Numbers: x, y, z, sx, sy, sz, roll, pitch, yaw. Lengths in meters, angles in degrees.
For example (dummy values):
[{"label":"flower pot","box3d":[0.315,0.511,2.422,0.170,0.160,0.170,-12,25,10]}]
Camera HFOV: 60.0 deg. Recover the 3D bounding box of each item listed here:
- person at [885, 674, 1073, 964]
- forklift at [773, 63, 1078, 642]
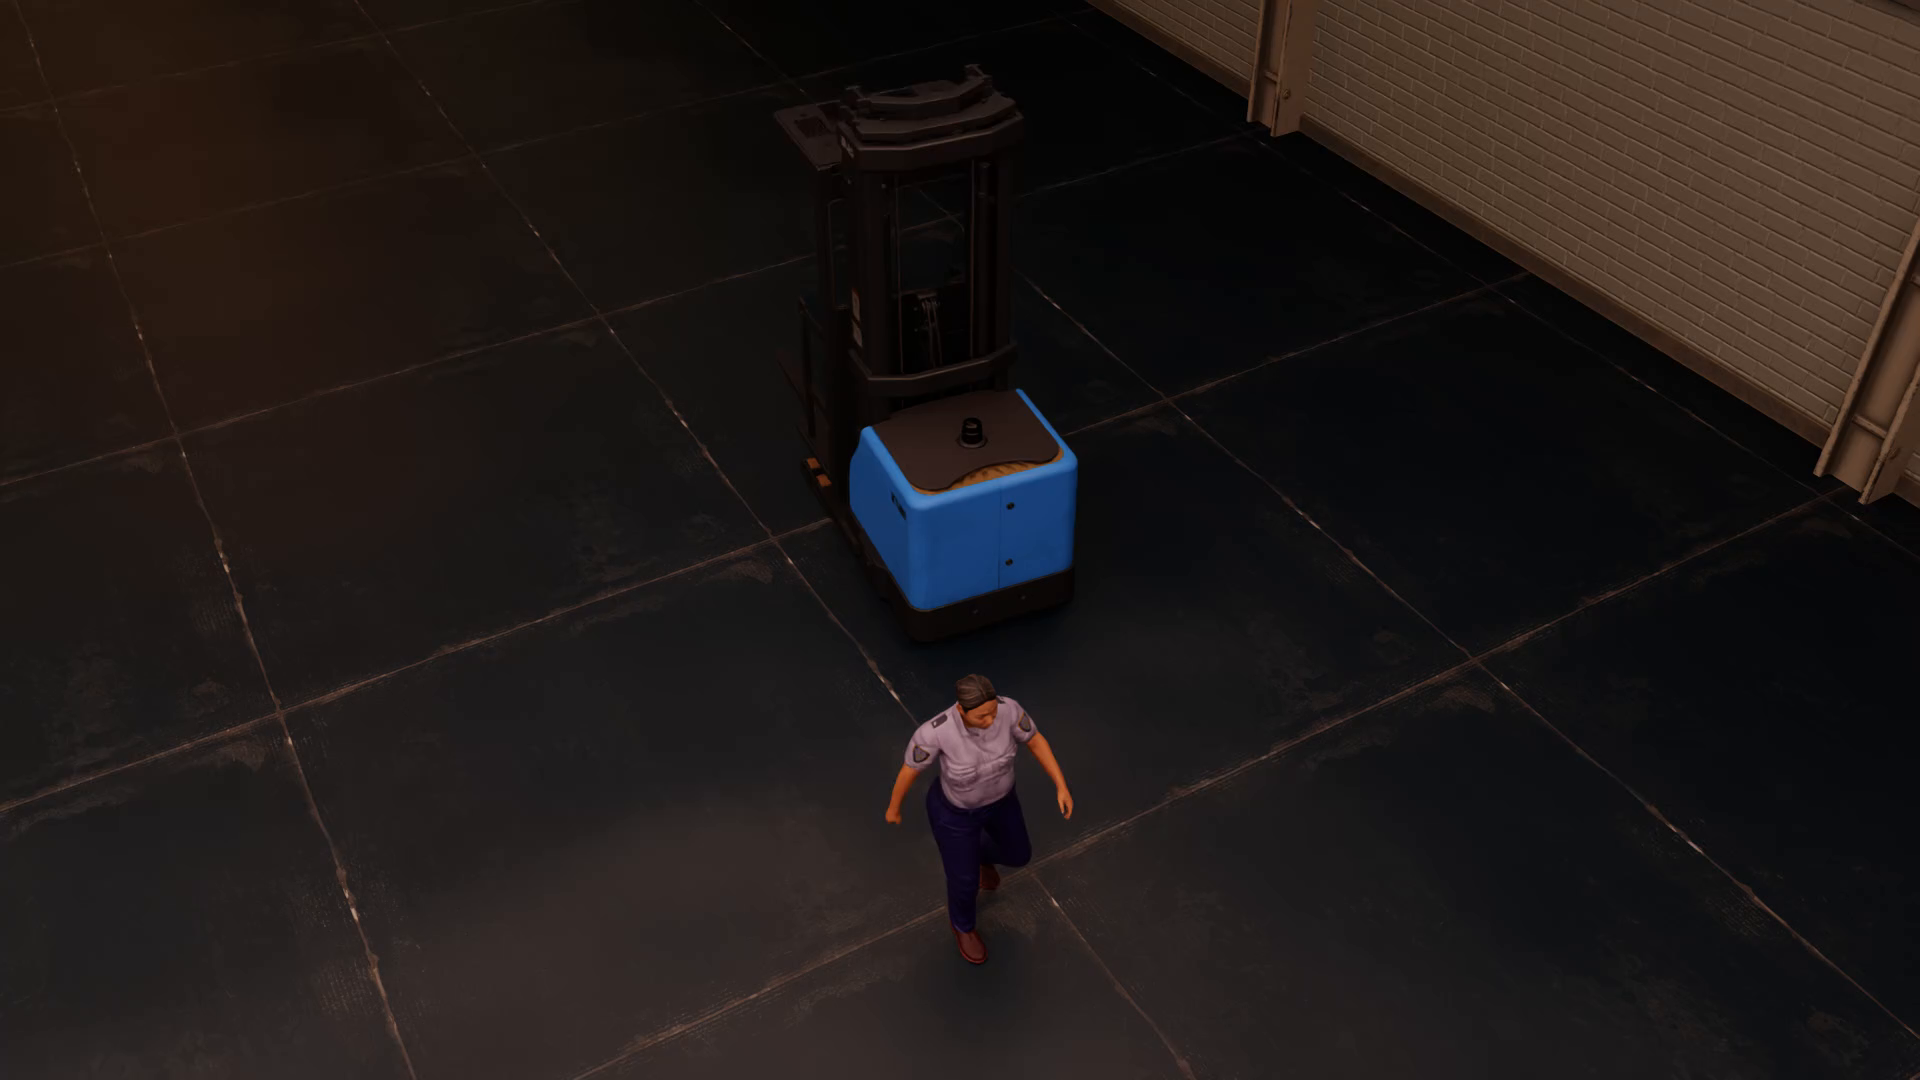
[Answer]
[{"label":"person","box3d":[0.058,1.204,7.608,0.751,1.632,0.605,-20,44,-22]},{"label":"forklift","box3d":[-0.381,-1.486,9.827,1.130,2.935,3.031,-16,42,-18]}]
